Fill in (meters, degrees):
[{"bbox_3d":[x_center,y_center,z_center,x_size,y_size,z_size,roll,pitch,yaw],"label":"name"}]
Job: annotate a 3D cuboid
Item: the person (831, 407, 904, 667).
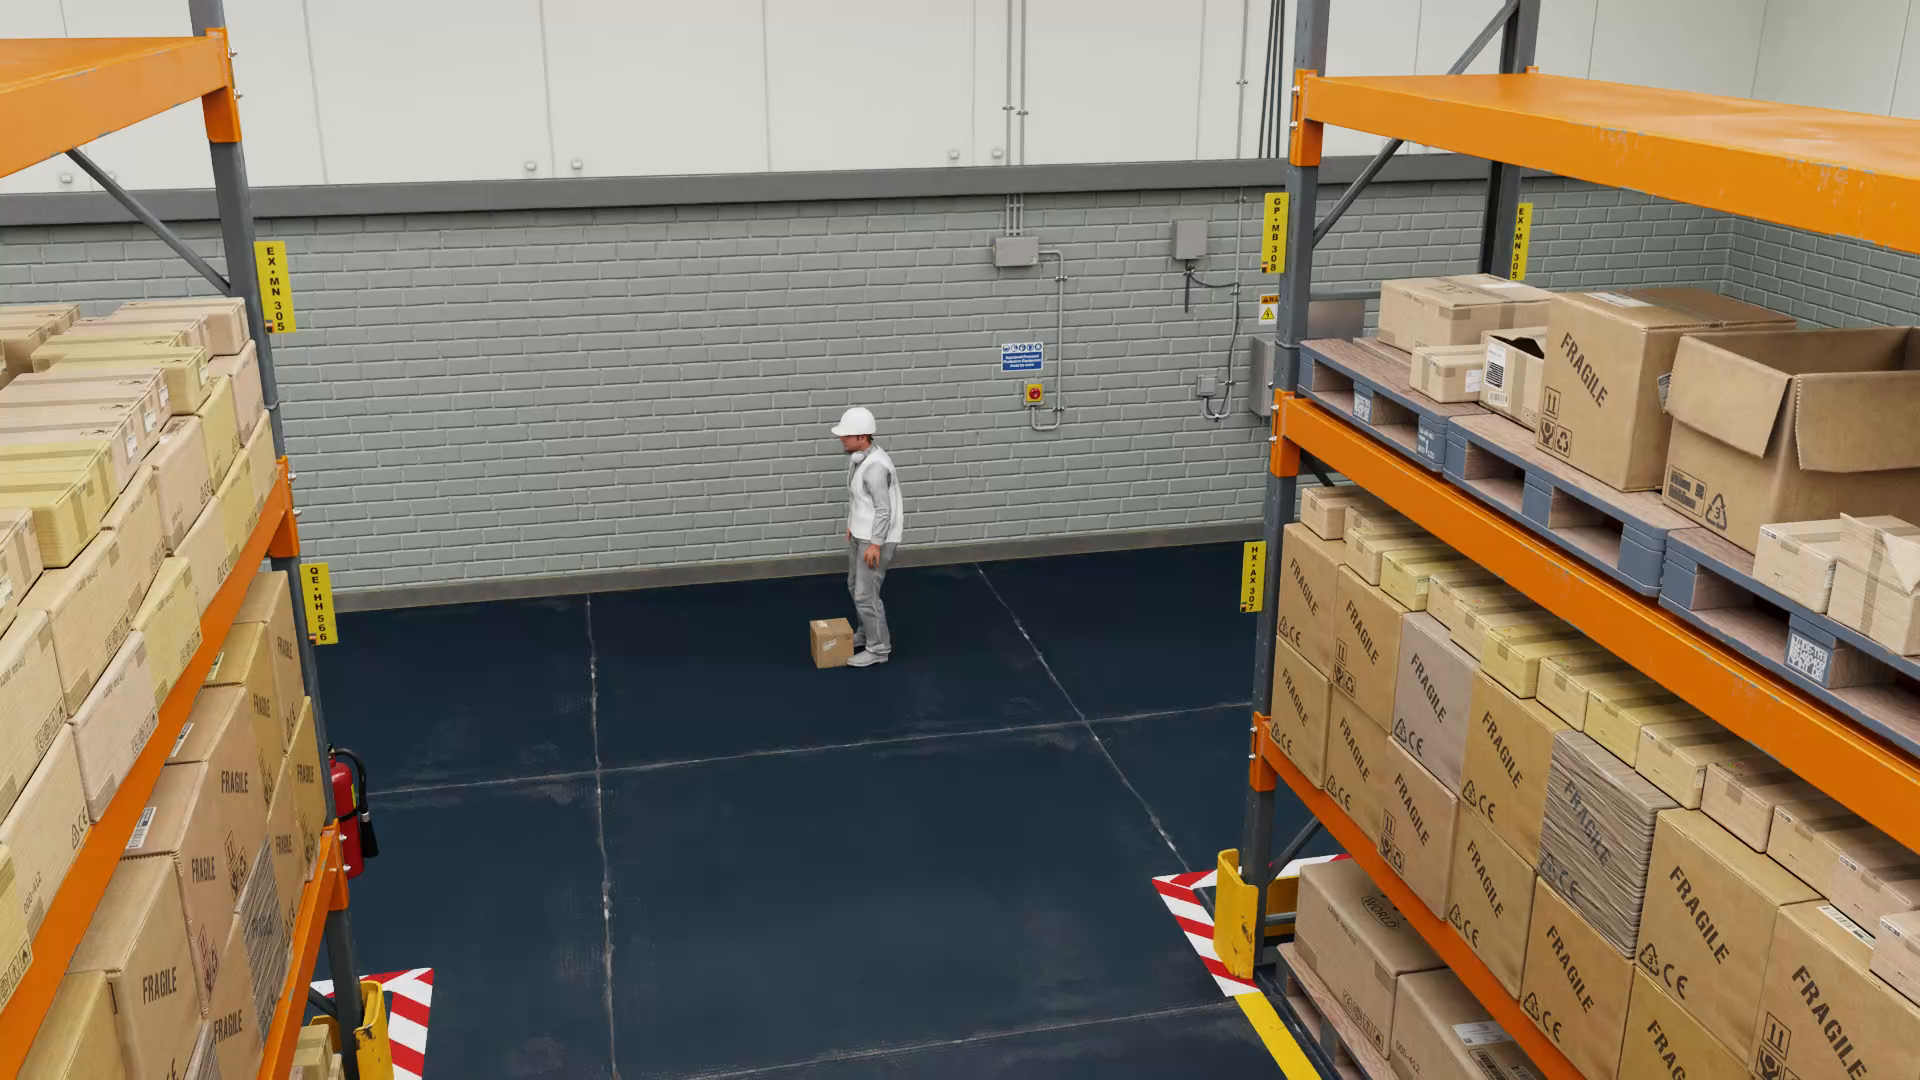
[{"bbox_3d":[-0.618,-0.036,11.131,0.462,1.771,0.594,-6,20,-16],"label":"person"}]
